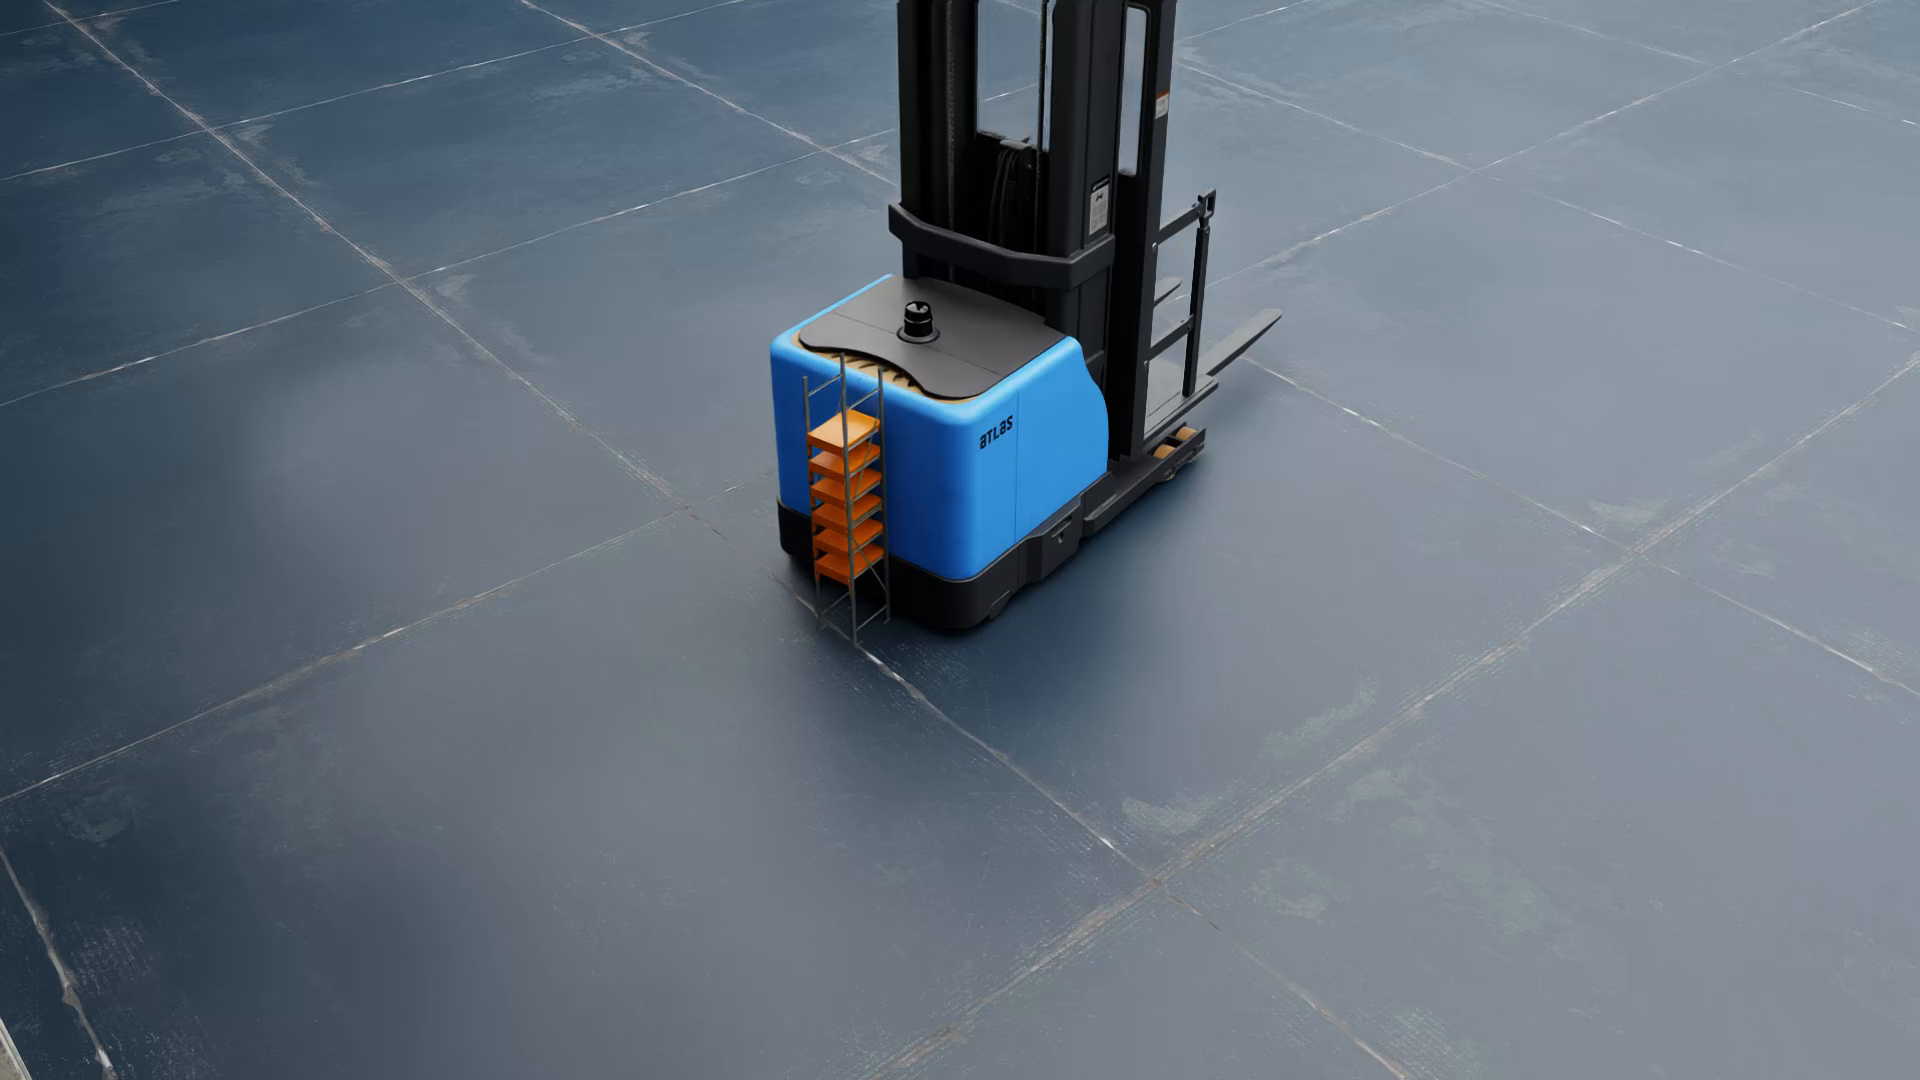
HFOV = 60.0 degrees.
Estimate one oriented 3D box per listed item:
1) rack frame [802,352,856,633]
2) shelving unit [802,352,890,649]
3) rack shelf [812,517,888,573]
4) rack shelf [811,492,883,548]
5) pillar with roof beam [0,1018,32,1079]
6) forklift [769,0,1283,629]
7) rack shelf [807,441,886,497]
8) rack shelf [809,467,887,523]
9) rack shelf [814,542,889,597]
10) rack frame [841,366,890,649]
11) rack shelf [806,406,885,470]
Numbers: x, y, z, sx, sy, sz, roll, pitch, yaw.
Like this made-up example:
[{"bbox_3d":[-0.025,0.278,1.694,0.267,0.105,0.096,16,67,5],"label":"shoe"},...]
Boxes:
[{"bbox_3d":[-0.511,-0.165,6.577,0.006,1.200,0.240,23,41,28],"label":"rack frame"},{"bbox_3d":[-0.437,-0.134,6.534,0.189,1.200,0.258,23,41,28],"label":"shelving unit"},{"bbox_3d":[-0.437,0.000,6.629,0.180,0.103,0.258,23,41,28],"label":"rack shelf"},{"bbox_3d":[-0.437,-0.098,6.559,0.180,0.103,0.258,23,41,28],"label":"rack shelf"},{"bbox_3d":[1.439,-2.861,3.636,9.100,9.000,0.400,-26,43,-32],"label":"pillar with roof beam"},{"bbox_3d":[0.507,-1.630,7.148,1.130,2.935,3.031,24,42,30],"label":"forklift"},{"bbox_3d":[-0.437,-0.294,6.421,0.180,0.103,0.258,23,41,28],"label":"rack shelf"},{"bbox_3d":[-0.437,-0.196,6.490,0.180,0.103,0.258,23,41,28],"label":"rack shelf"},{"bbox_3d":[-0.437,0.098,6.698,0.180,0.103,0.258,23,41,28],"label":"rack shelf"},{"bbox_3d":[-0.362,-0.103,6.490,0.006,1.200,0.240,23,41,28],"label":"rack frame"},{"bbox_3d":[-0.437,-0.392,6.351,0.180,0.103,0.258,23,41,28],"label":"rack shelf"}]
